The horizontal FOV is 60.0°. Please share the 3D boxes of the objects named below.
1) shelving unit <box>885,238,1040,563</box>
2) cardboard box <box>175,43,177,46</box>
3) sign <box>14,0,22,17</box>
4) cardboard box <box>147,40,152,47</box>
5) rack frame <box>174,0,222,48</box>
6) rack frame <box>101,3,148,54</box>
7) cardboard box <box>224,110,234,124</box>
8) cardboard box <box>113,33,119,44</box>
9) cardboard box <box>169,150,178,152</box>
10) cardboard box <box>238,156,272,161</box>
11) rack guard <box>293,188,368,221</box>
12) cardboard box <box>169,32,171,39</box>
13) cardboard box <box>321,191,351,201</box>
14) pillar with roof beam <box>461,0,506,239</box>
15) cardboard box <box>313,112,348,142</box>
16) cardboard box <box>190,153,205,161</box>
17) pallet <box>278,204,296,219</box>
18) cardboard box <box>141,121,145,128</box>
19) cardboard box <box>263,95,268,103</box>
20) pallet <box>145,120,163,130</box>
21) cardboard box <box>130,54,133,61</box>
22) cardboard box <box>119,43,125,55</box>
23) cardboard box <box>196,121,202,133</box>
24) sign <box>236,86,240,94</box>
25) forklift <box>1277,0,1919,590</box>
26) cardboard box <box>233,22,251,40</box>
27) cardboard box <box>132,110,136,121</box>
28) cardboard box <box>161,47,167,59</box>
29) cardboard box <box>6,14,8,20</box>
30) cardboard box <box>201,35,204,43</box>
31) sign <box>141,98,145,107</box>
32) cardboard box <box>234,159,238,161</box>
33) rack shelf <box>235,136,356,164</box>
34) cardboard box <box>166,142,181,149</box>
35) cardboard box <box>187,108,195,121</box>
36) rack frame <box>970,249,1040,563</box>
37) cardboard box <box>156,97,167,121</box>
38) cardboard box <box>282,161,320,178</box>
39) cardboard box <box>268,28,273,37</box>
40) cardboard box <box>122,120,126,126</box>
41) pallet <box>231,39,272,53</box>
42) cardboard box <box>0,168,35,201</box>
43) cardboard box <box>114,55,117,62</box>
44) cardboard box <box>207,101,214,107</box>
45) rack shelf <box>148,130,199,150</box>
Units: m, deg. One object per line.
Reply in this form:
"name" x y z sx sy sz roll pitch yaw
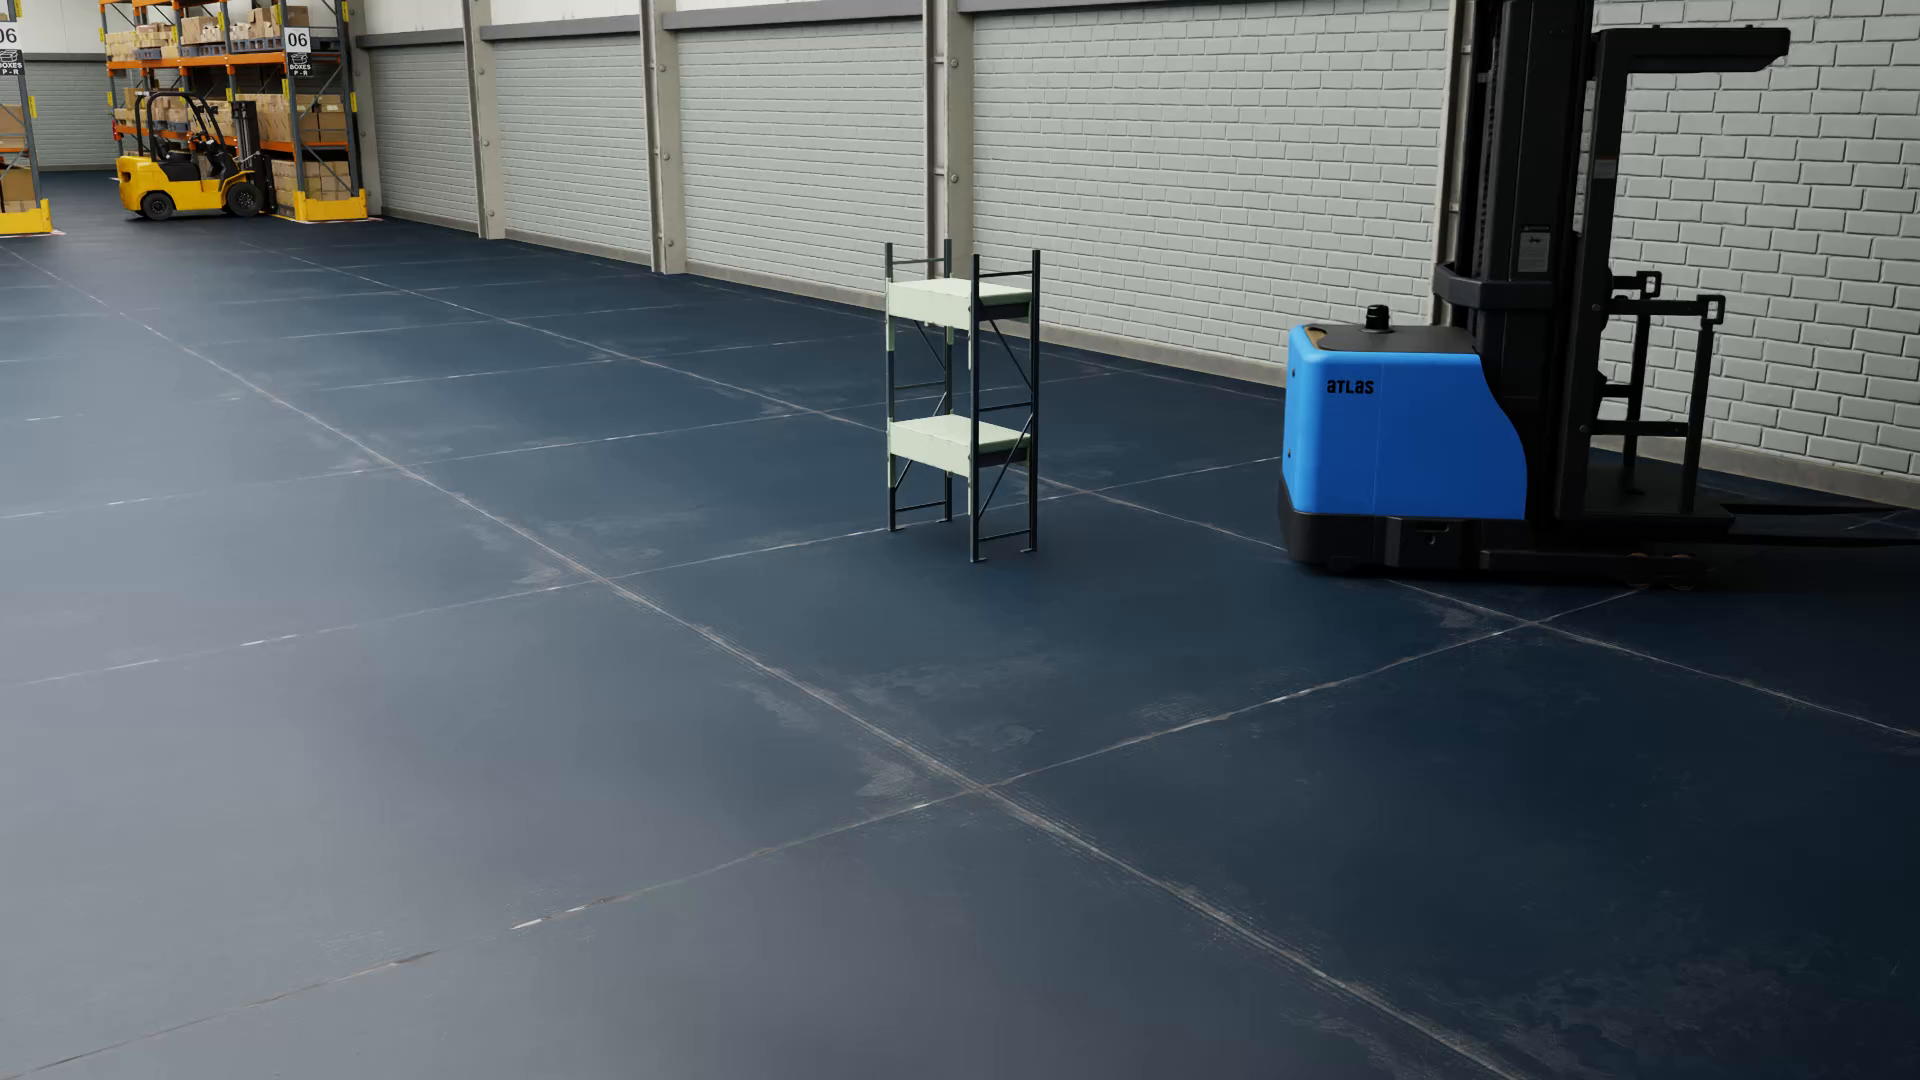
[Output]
"shelving unit" 0.004 -0.722 8.373 0.431 1.500 0.755 -11 19 -35
"cardboard box" -16.256 -10.449 34.917 0.380 0.149 0.250 -11 19 -36
"sign" -14.586 -8.258 25.730 0.100 0.325 0.005 -11 19 -35
"cardboard box" -17.469 -10.817 36.225 0.380 0.149 0.250 -10 18 -33
"rack frame" -15.716 -11.679 34.201 1.000 3.000 0.127 -11 19 -35
"rack frame" -20.420 -13.387 40.442 1.000 3.000 0.127 -11 19 -35
"cardboard box" -13.860 -8.165 32.064 0.500 0.250 0.500 -11 19 -36
"cardboard box" -19.772 -11.902 39.473 0.500 0.250 0.500 -11 19 -35
"cardboard box" -17.398 -8.616 37.083 0.380 0.149 0.250 -11 19 -35
"cardboard box" -13.333 -7.138 31.492 0.500 0.250 0.500 -11 19 -35
"rack guard" -10.998 -5.866 29.062 1.175 0.500 0.348 -11 19 -35
"cardboard box" -16.539 -10.705 35.291 0.380 0.149 0.250 -11 19 -35
"cardboard box" -11.143 -6.089 29.553 0.500 0.250 0.500 -11 19 -34
"pillar with roof beam" -10.647 -8.310 21.891 9.100 9.000 0.400 -11 19 -35
"cardboard box" -11.079 -7.274 29.282 0.500 0.500 0.500 -10 18 -33
"cardboard box" -16.211 -8.161 35.423 0.380 0.149 0.250 -12 19 -37
"pallet" -11.496 -5.889 29.692 1.003 0.211 1.213 -11 19 -35
"cardboard box" -18.803 -9.651 38.632 0.380 0.149 0.250 -10 18 -33
"cardboard box" -12.225 -7.882 29.712 0.380 0.149 0.250 -10 18 -33
"pallet" -17.686 -9.359 37.453 1.003 0.211 1.213 -11 19 -35
"cardboard box" -18.951 -11.161 38.465 0.380 0.149 0.250 -11 19 -35
"cardboard box" -19.451 -11.551 39.136 0.500 0.250 0.500 -11 19 -35
"cardboard box" -15.361 -8.472 34.133 0.500 0.250 0.500 -11 19 -36
"sign" -15.269 -9.431 35.157 0.100 0.325 0.005 -11 19 -35
"forklift" 3.139 -1.329 7.878 3.031 2.935 1.130 2 15 7
"cardboard box" -13.072 -9.370 30.632 0.500 0.311 0.500 -10 18 -33
"cardboard box" -19.154 -9.995 39.132 0.500 0.250 0.500 -11 19 -35
"cardboard box" -16.805 -10.446 35.661 0.500 0.250 0.500 -11 19 -35
"cardboard box" -15.414 -8.303 26.514 0.380 0.149 0.250 -11 19 -35
"cardboard box" -14.710 -9.860 32.728 0.380 0.149 0.250 -11 19 -35
"sign" -18.502 -9.971 37.685 0.100 0.325 0.005 -11 19 -35
"cardboard box" -14.130 -7.265 33.141 0.875 0.625 0.625 -11 19 -35
"rack shelf" -12.188 -7.157 30.407 1.077 0.370 4.000 -11 19 -35
"cardboard box" -17.881 -8.927 37.657 0.380 0.149 0.250 -12 19 -37
"cardboard box" -15.673 -8.818 34.448 0.500 0.250 0.500 -11 19 -35
"rack frame" 0.219 -0.644 8.087 0.400 1.500 0.023 -11 19 -35
"cardboard box" -17.198 -9.474 36.524 0.700 0.500 0.500 -11 19 -35
"cardboard box" -11.535 -6.486 29.109 0.500 0.250 0.500 -10 18 -33
"cardboard box" -11.745 -8.783 28.794 0.380 0.149 0.250 -12 19 -36
"cardboard box" -20.261 -10.213 40.683 0.380 0.149 0.250 -10 18 -33
"pallet" -12.842 -9.157 30.837 1.003 0.211 1.213 -11 19 -35
"cardboard box" -15.290 -5.764 26.946 0.500 0.500 0.500 -12 19 -36
"cardboard box" -20.045 -11.537 39.839 0.380 0.149 0.250 -10 18 -33
"cardboard box" -14.738 -8.644 33.057 0.380 0.149 0.250 -11 19 -36
"rack shelf" -16.892 -8.865 36.648 1.077 0.370 4.000 -11 19 -35
